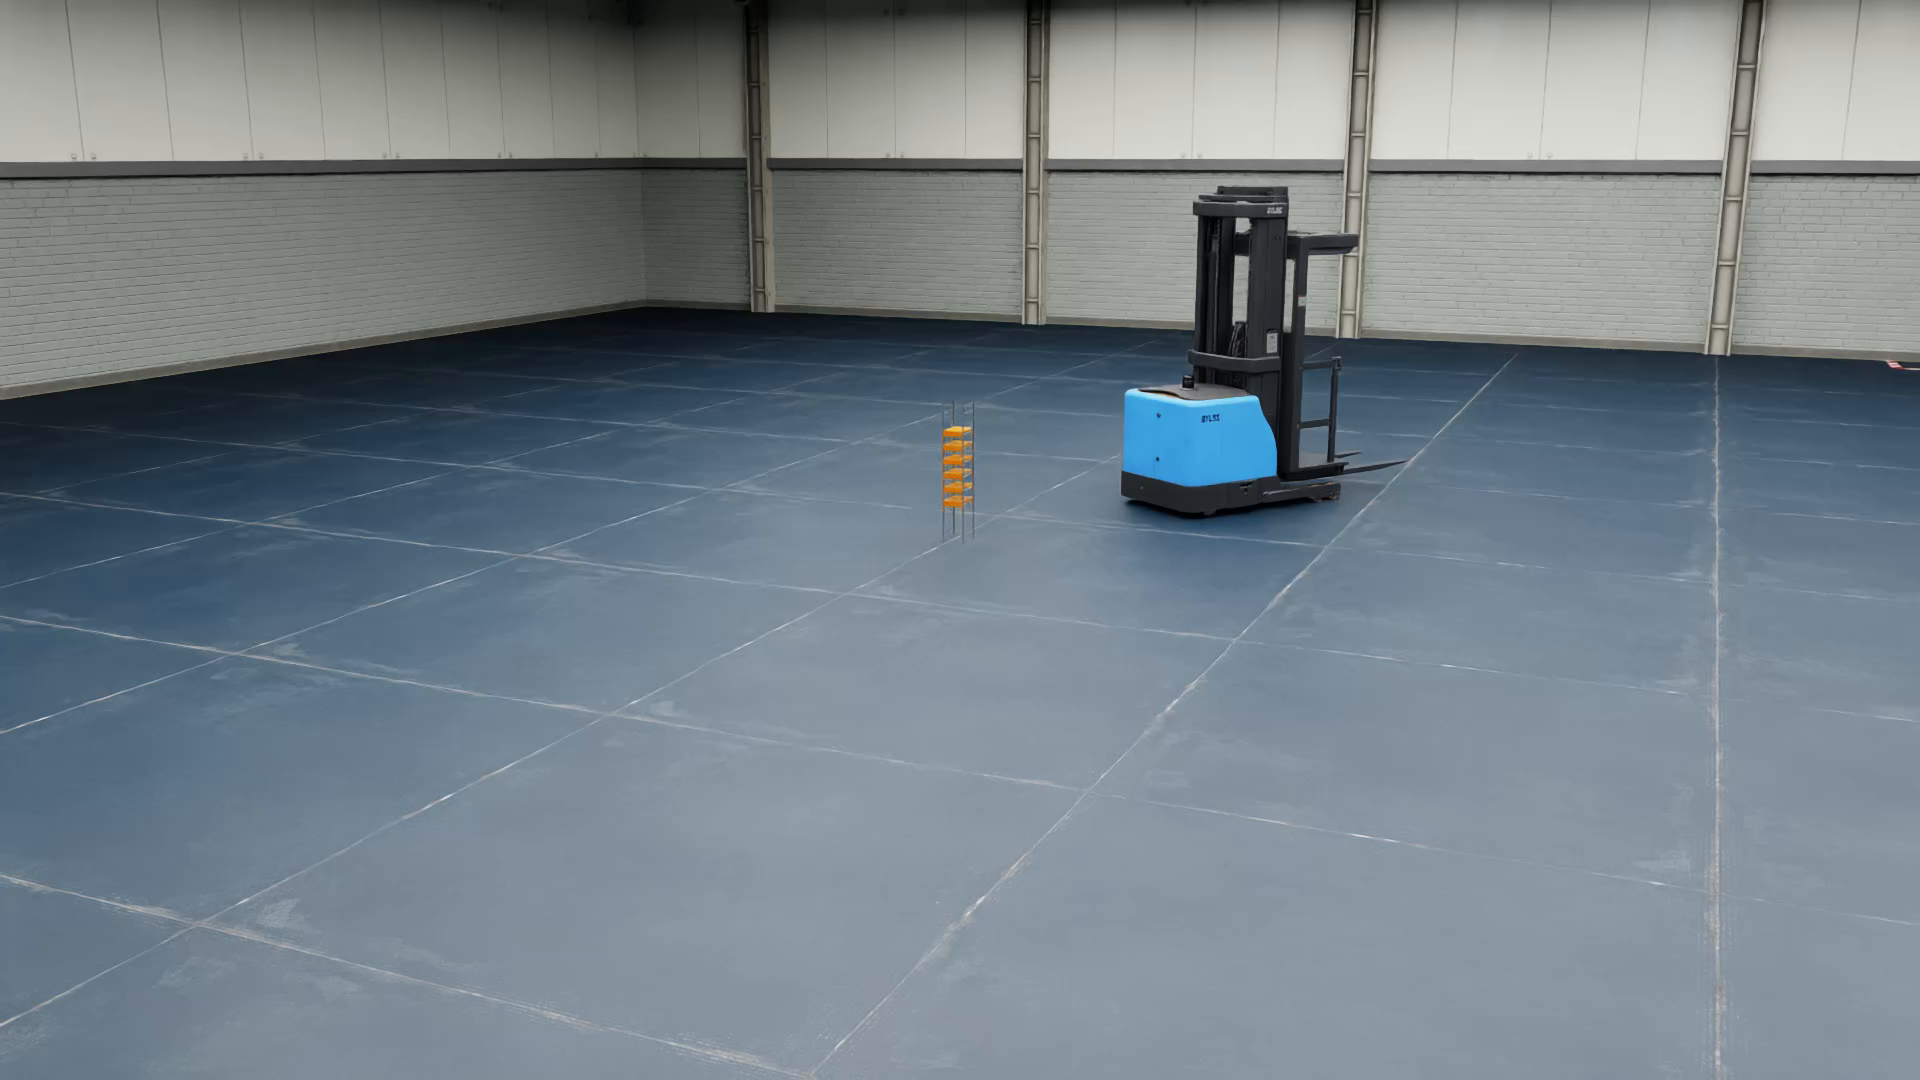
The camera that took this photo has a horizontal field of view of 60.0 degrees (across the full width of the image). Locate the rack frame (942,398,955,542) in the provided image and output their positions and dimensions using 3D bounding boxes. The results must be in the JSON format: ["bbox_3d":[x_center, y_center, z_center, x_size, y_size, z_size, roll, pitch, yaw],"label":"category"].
[{"bbox_3d":[-0.097,-0.594,14.160,0.006,1.200,0.240,6,14,23],"label":"rack frame"}]

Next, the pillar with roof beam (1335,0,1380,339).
[{"bbox_3d":[5.165,-7.082,24.736,0.400,9.000,9.100,6,14,23],"label":"pillar with roof beam"}]

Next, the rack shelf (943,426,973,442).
[{"bbox_3d":[-0.013,-0.893,14.051,0.180,0.103,0.258,6,14,23],"label":"rack shelf"}]

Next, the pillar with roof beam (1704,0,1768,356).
[{"bbox_3d":[10.651,-6.526,22.370,0.400,9.000,9.100,6,14,23],"label":"pillar with roof beam"}]

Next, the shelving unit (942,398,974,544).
[{"bbox_3d":[-0.013,-0.585,14.123,0.189,1.200,0.258,6,14,23],"label":"shelving unit"}]

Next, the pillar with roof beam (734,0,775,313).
[{"bbox_3d":[-5.806,-8.192,29.468,0.548,9.000,9.100,6,14,23],"label":"pillar with roof beam"}]

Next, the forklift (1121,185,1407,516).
[{"bbox_3d":[3.039,-1.881,15.853,3.031,2.935,1.130,-8,16,-32],"label":"forklift"}]

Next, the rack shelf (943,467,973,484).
[{"bbox_3d":[-0.013,-0.542,14.134,0.180,0.103,0.258,6,14,23],"label":"rack shelf"}]

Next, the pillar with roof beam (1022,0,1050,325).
[{"bbox_3d":[-0.321,-7.637,27.102,0.400,9.000,9.100,6,14,23],"label":"pillar with roof beam"}]

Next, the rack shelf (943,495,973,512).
[{"bbox_3d":[-0.013,-0.309,14.188,0.180,0.103,0.258,6,14,23],"label":"rack shelf"}]

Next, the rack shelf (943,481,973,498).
[{"bbox_3d":[-0.013,-0.425,14.161,0.180,0.103,0.258,6,14,23],"label":"rack shelf"}]

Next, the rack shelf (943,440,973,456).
[{"bbox_3d":[-0.013,-0.776,14.079,0.180,0.103,0.258,6,14,23],"label":"rack shelf"}]

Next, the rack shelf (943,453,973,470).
[{"bbox_3d":[-0.013,-0.659,14.106,0.180,0.103,0.258,6,14,23],"label":"rack shelf"}]

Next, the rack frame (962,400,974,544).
[{"bbox_3d":[0.070,-0.577,14.087,0.006,1.200,0.240,6,14,23],"label":"rack frame"}]

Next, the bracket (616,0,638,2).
[{"bbox_3d":[-6.753,-11.027,33.671,0.430,0.232,0.235,6,14,23],"label":"bracket"}]
